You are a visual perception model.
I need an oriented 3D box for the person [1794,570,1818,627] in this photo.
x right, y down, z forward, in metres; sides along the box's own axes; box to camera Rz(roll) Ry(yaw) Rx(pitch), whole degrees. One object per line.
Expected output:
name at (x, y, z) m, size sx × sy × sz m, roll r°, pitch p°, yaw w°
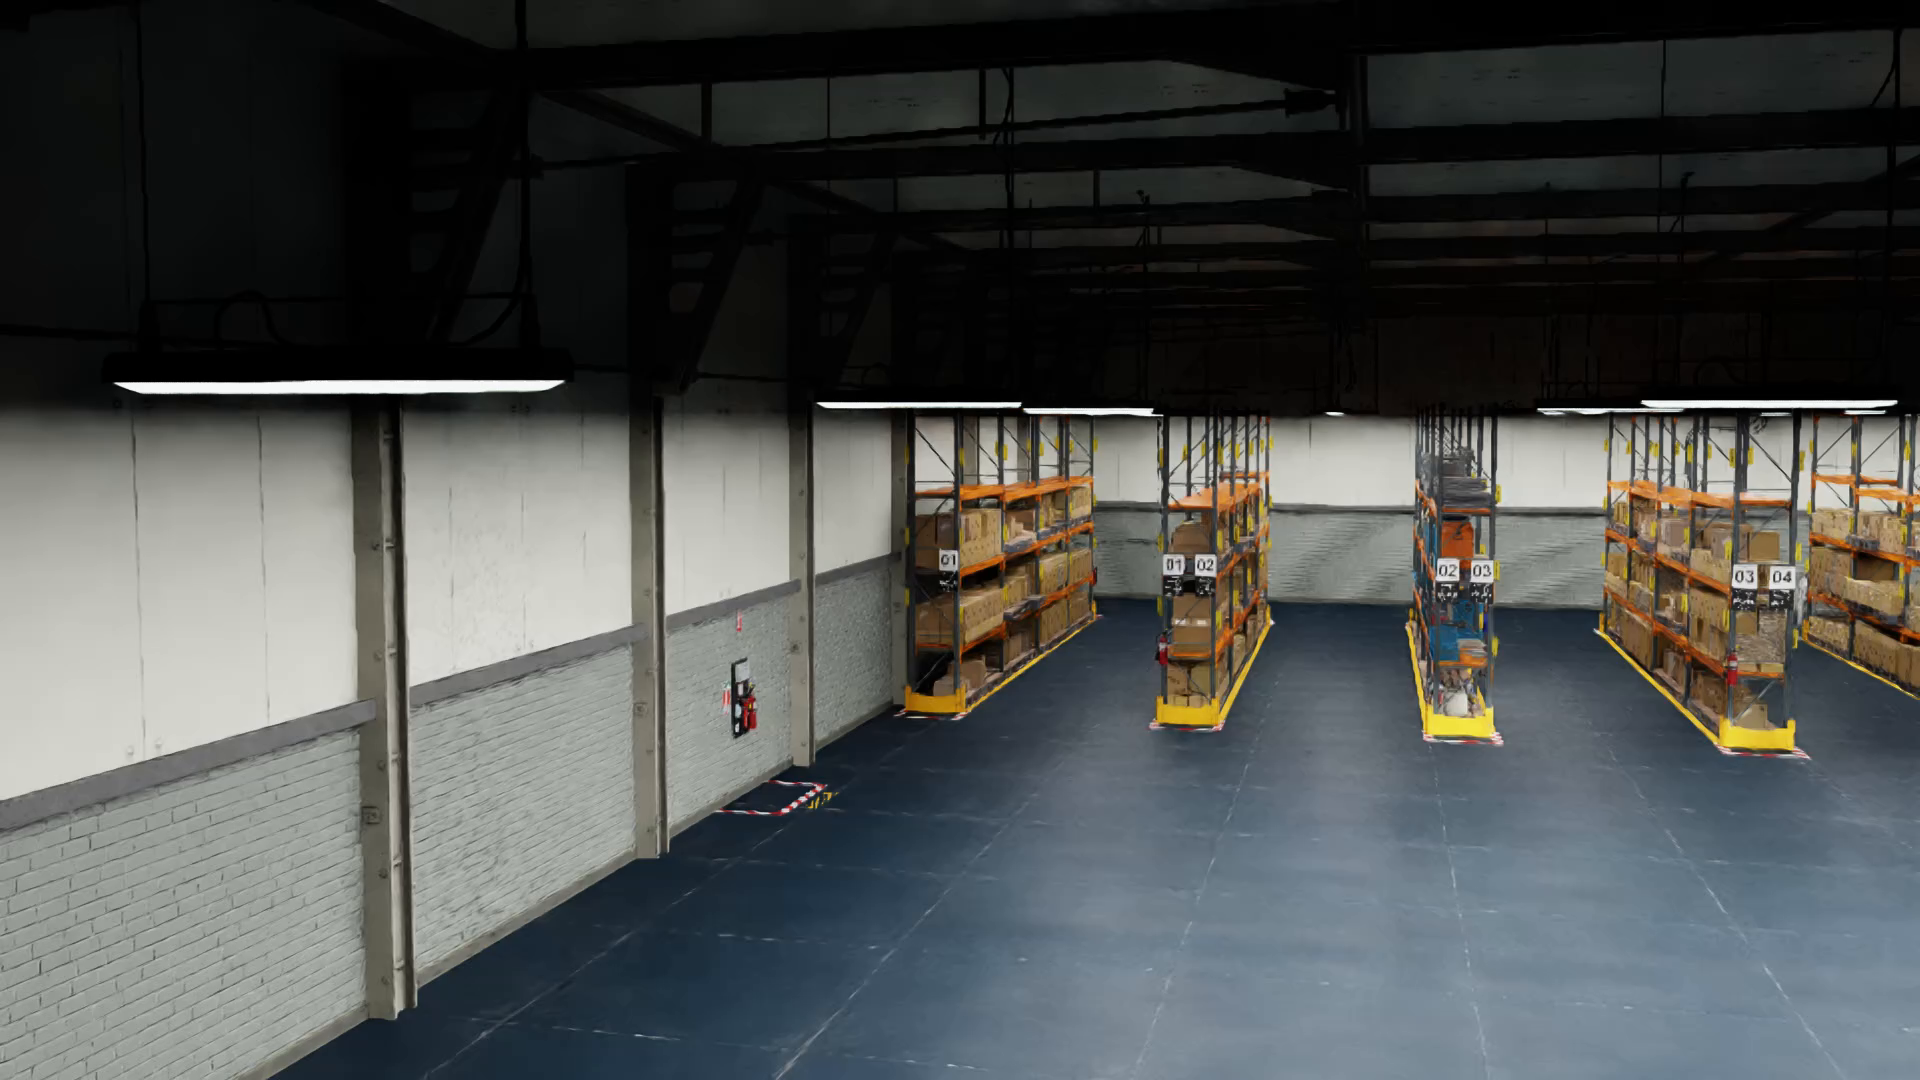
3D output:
person at (23.388, 1.585, 45.851) m, size 0.526 × 1.605 × 0.947 m, roll 3°, pitch 5°, yaw 37°

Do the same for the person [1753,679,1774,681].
person at (17.607, 2.228, 36.317) m, size 0.682 × 1.715 × 0.528 m, roll 1°, pitch 4°, yaw 12°

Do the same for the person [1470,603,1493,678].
person at (11.532, 2.205, 36.782) m, size 0.378 × 1.658 × 0.625 m, roll 3°, pitch 5°, yaw 37°
